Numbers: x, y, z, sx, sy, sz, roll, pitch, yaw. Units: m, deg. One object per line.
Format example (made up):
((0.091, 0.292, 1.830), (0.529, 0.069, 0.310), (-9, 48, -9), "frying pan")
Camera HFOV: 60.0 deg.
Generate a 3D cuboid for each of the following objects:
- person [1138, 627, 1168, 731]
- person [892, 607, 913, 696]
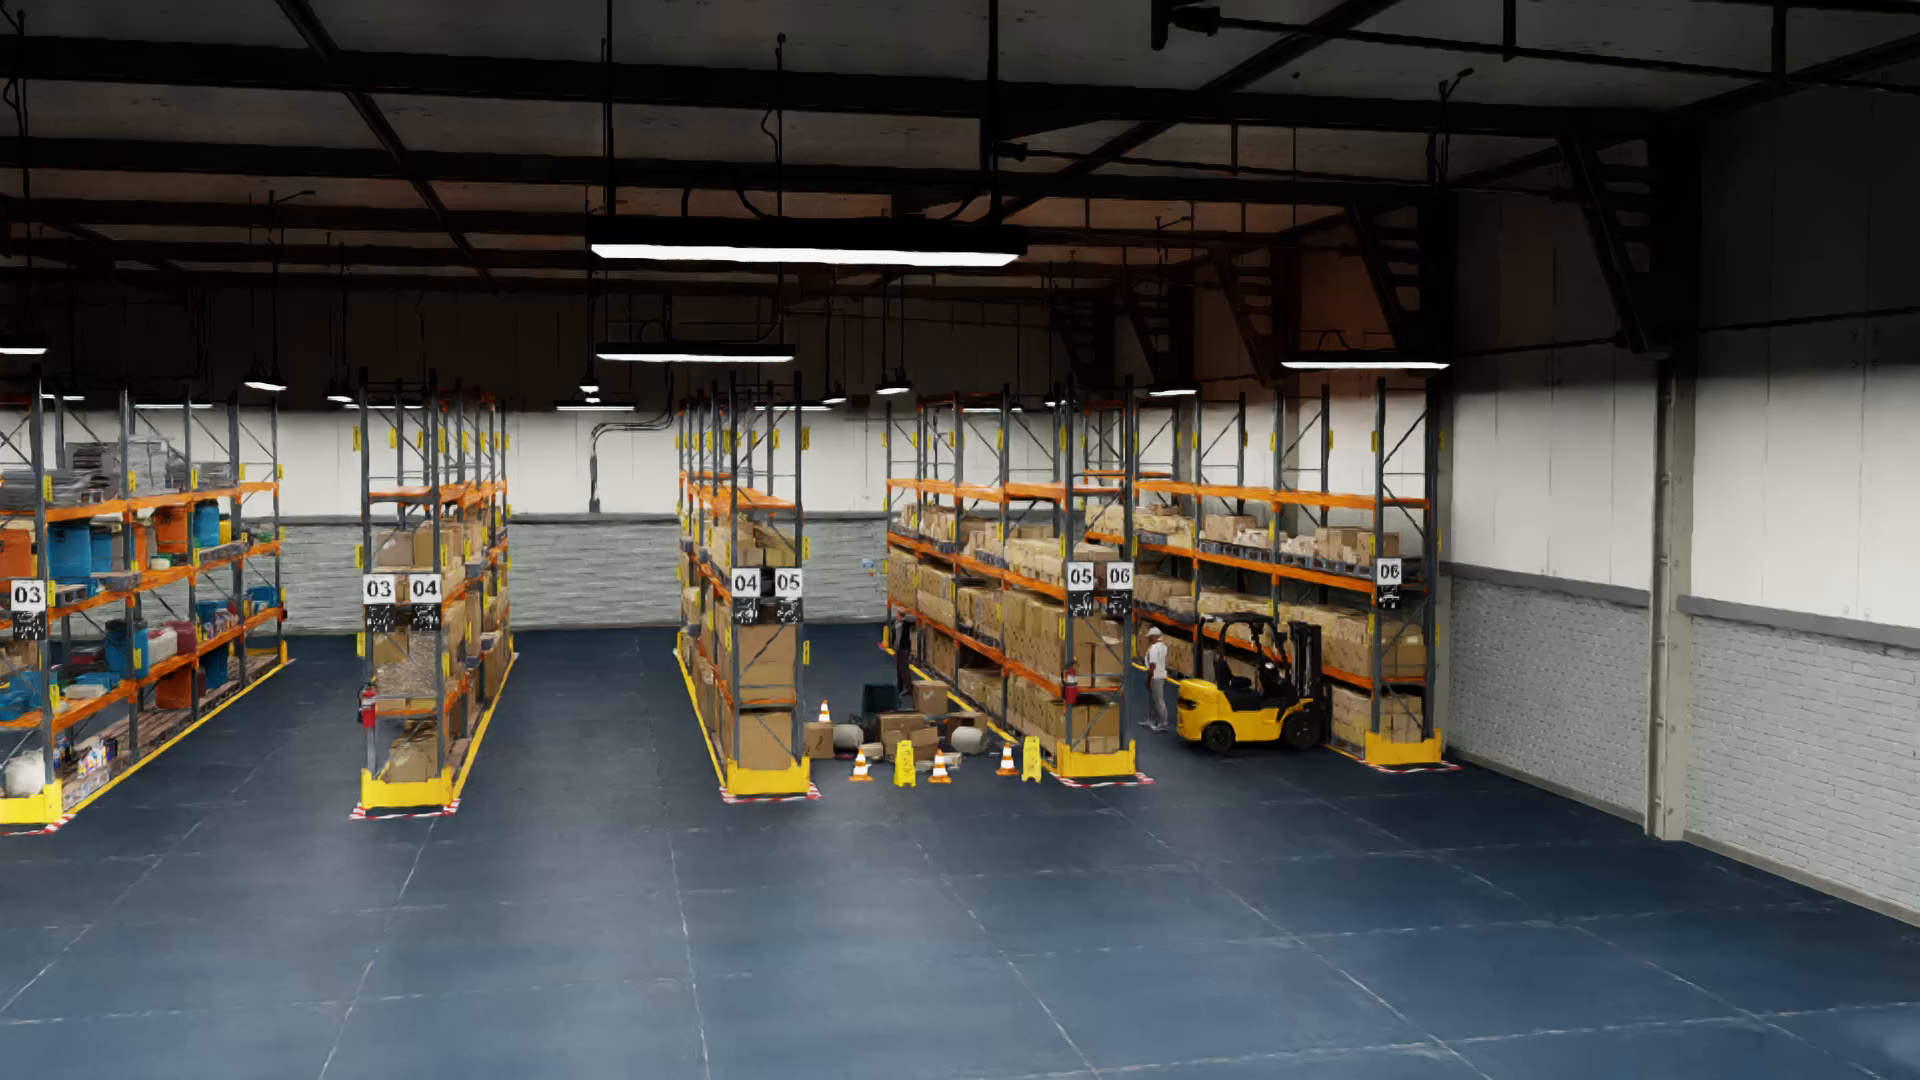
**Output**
((3.356, 2.388, 28.847), (0.580, 1.763, 0.673), (1, 4, 19), "person")
((-1.181, 2.177, 32.797), (0.583, 1.718, 0.630), (1, 3, 11), "person")
